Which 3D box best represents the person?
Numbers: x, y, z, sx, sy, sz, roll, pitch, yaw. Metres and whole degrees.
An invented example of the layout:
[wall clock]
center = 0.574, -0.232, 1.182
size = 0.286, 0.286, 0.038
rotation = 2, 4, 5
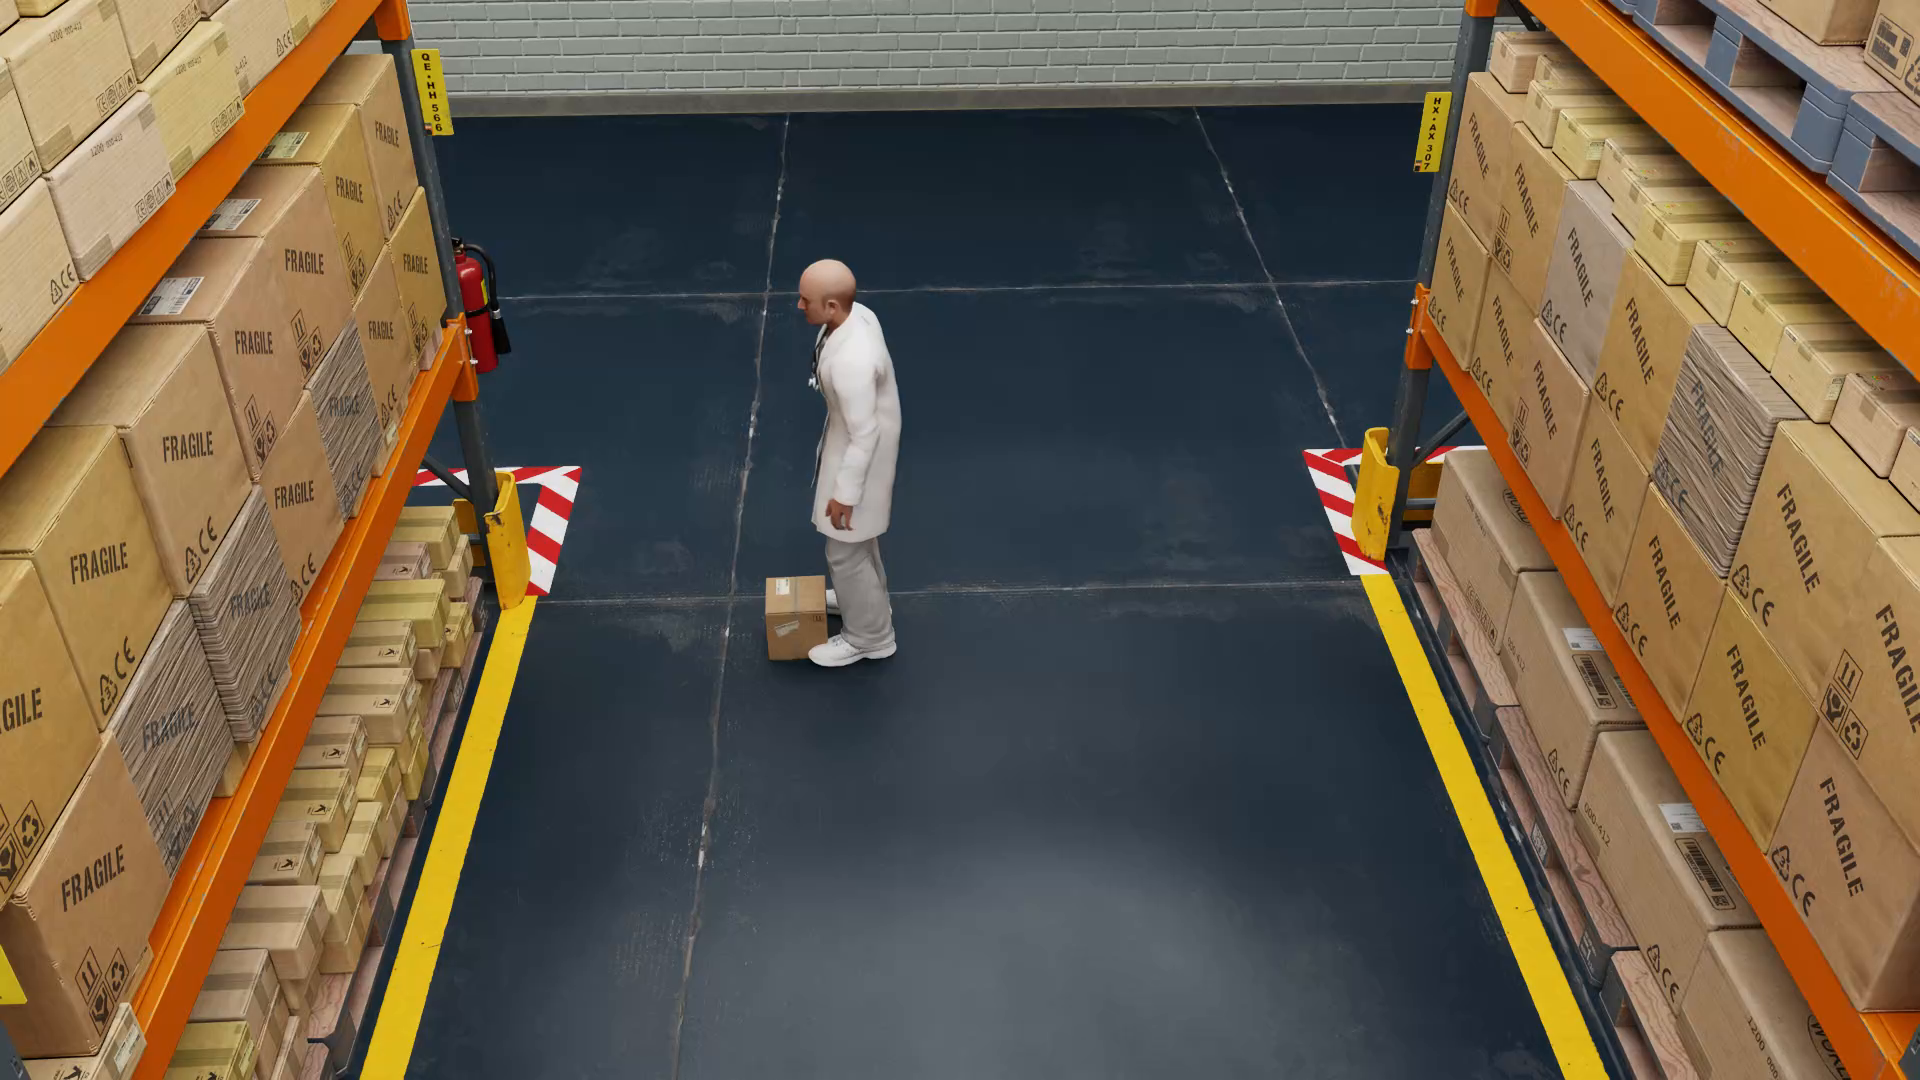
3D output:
[person]
center = -5.984, 3.380, 1.291
size = 12.570, 1.775, 12.570
rotation = -3, 35, -4
